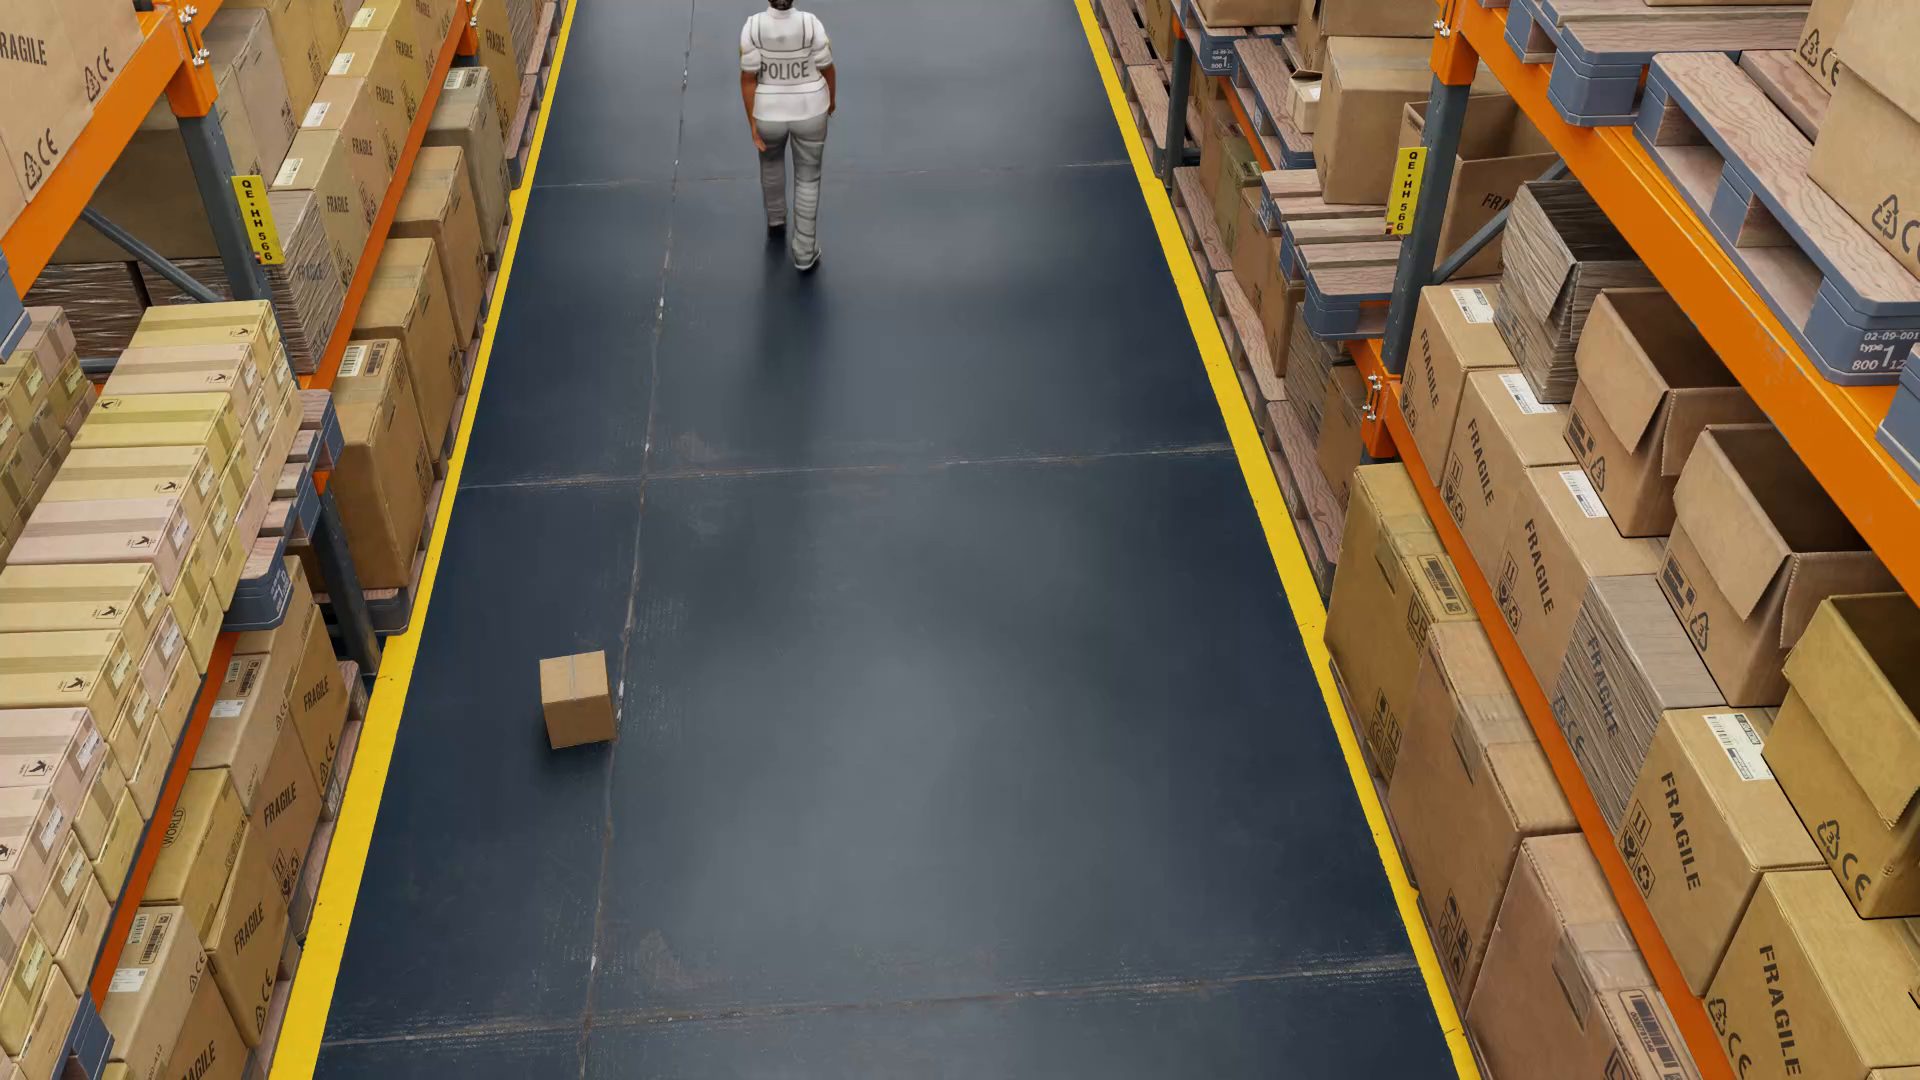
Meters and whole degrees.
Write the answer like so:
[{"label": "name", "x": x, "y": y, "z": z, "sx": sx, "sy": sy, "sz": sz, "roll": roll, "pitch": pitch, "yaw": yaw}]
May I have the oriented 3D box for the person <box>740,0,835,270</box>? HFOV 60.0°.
[{"label": "person", "x": -0.904, "y": -2.318, "z": 8.996, "sx": 0.487, "sy": 1.698, "sz": 0.729, "roll": 0, "pitch": 39, "yaw": 1}]
